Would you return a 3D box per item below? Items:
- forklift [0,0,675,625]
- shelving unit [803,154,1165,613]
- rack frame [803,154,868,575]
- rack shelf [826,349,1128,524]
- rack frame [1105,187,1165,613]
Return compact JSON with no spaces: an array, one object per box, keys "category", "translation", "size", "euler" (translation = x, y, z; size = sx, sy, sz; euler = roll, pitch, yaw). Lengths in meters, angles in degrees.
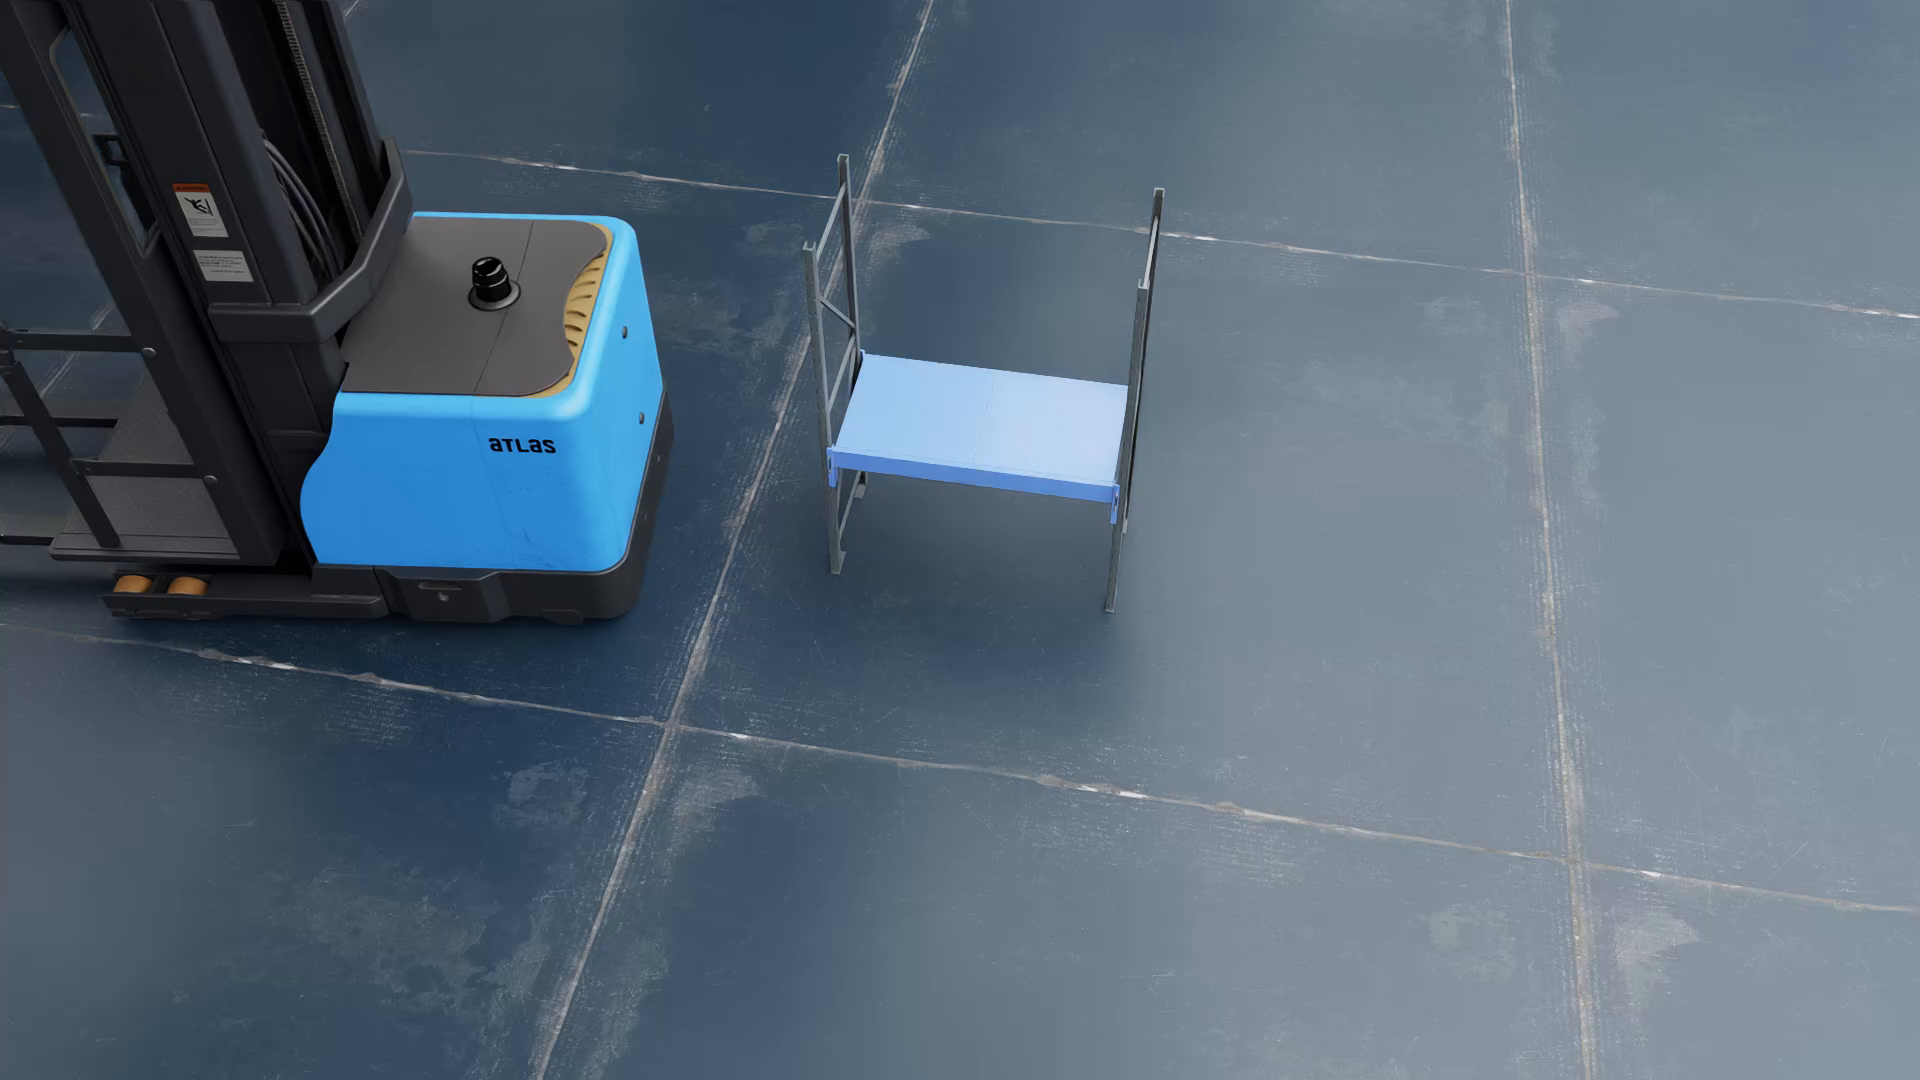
[{"category":"forklift","translation":[-2.652,-1.083,5.253],"size":[3.031,2.935,1.130],"euler":[2,48,2]},{"category":"shelving unit","translation":[0.084,-0.490,5.682],"size":[1.048,1.500,0.538],"euler":[8,49,7]},{"category":"rack frame","translation":[-0.416,-0.557,5.742],"size":[0.032,1.500,0.500],"euler":[8,49,7]},{"category":"rack shelf","translation":[0.084,-0.370,5.816],"size":[1.000,0.185,0.538],"euler":[8,49,7]},{"category":"rack frame","translation":[0.584,-0.423,5.622],"size":[0.032,1.500,0.500],"euler":[8,49,7]}]
